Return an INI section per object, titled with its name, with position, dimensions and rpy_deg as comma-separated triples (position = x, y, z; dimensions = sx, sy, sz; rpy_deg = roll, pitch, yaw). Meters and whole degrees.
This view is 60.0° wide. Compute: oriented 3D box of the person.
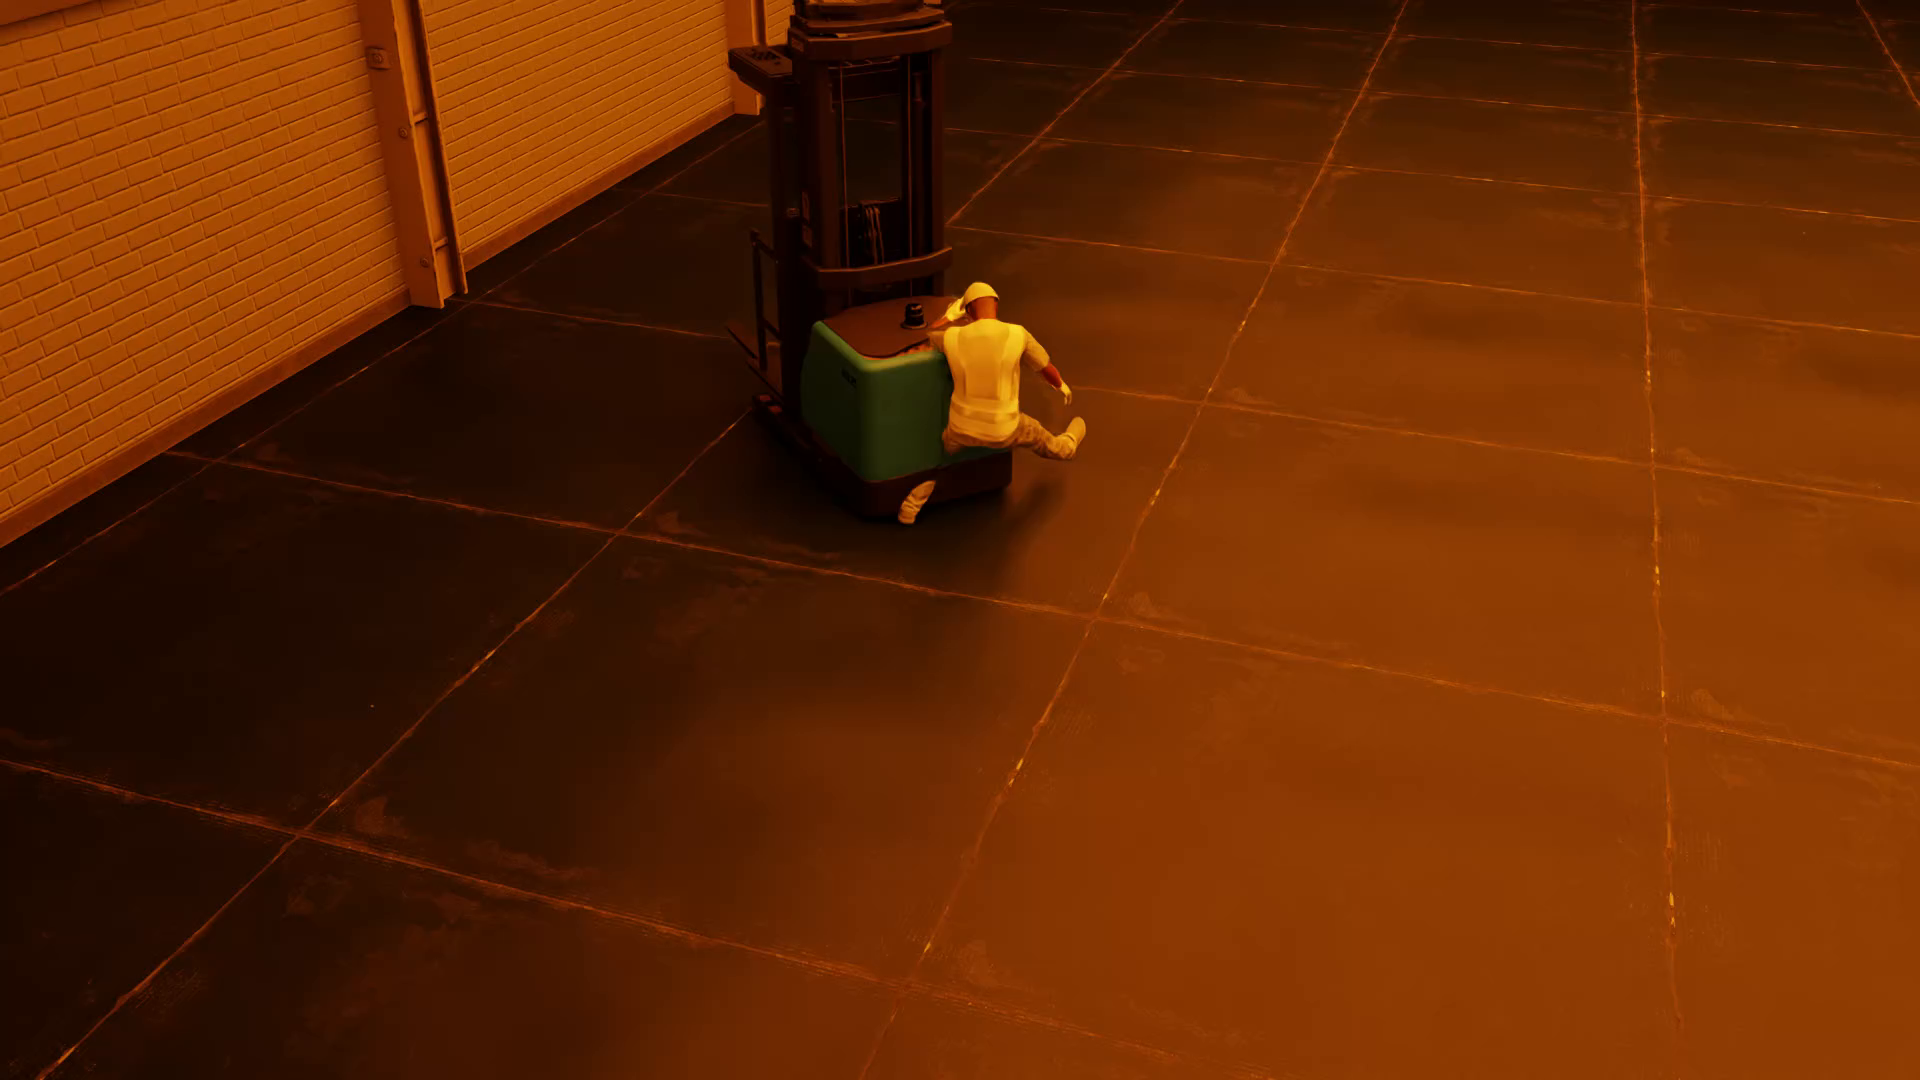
[person]
position = 0.184, -0.924, 10.292
dimensions = 1.028, 1.450, 1.160
rpy_deg = 8, 31, 14

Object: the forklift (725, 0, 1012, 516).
[forklift]
position = -0.786, -2.122, 10.859
dimensions = 1.130, 2.935, 3.031
rpy_deg = -14, 33, -23
